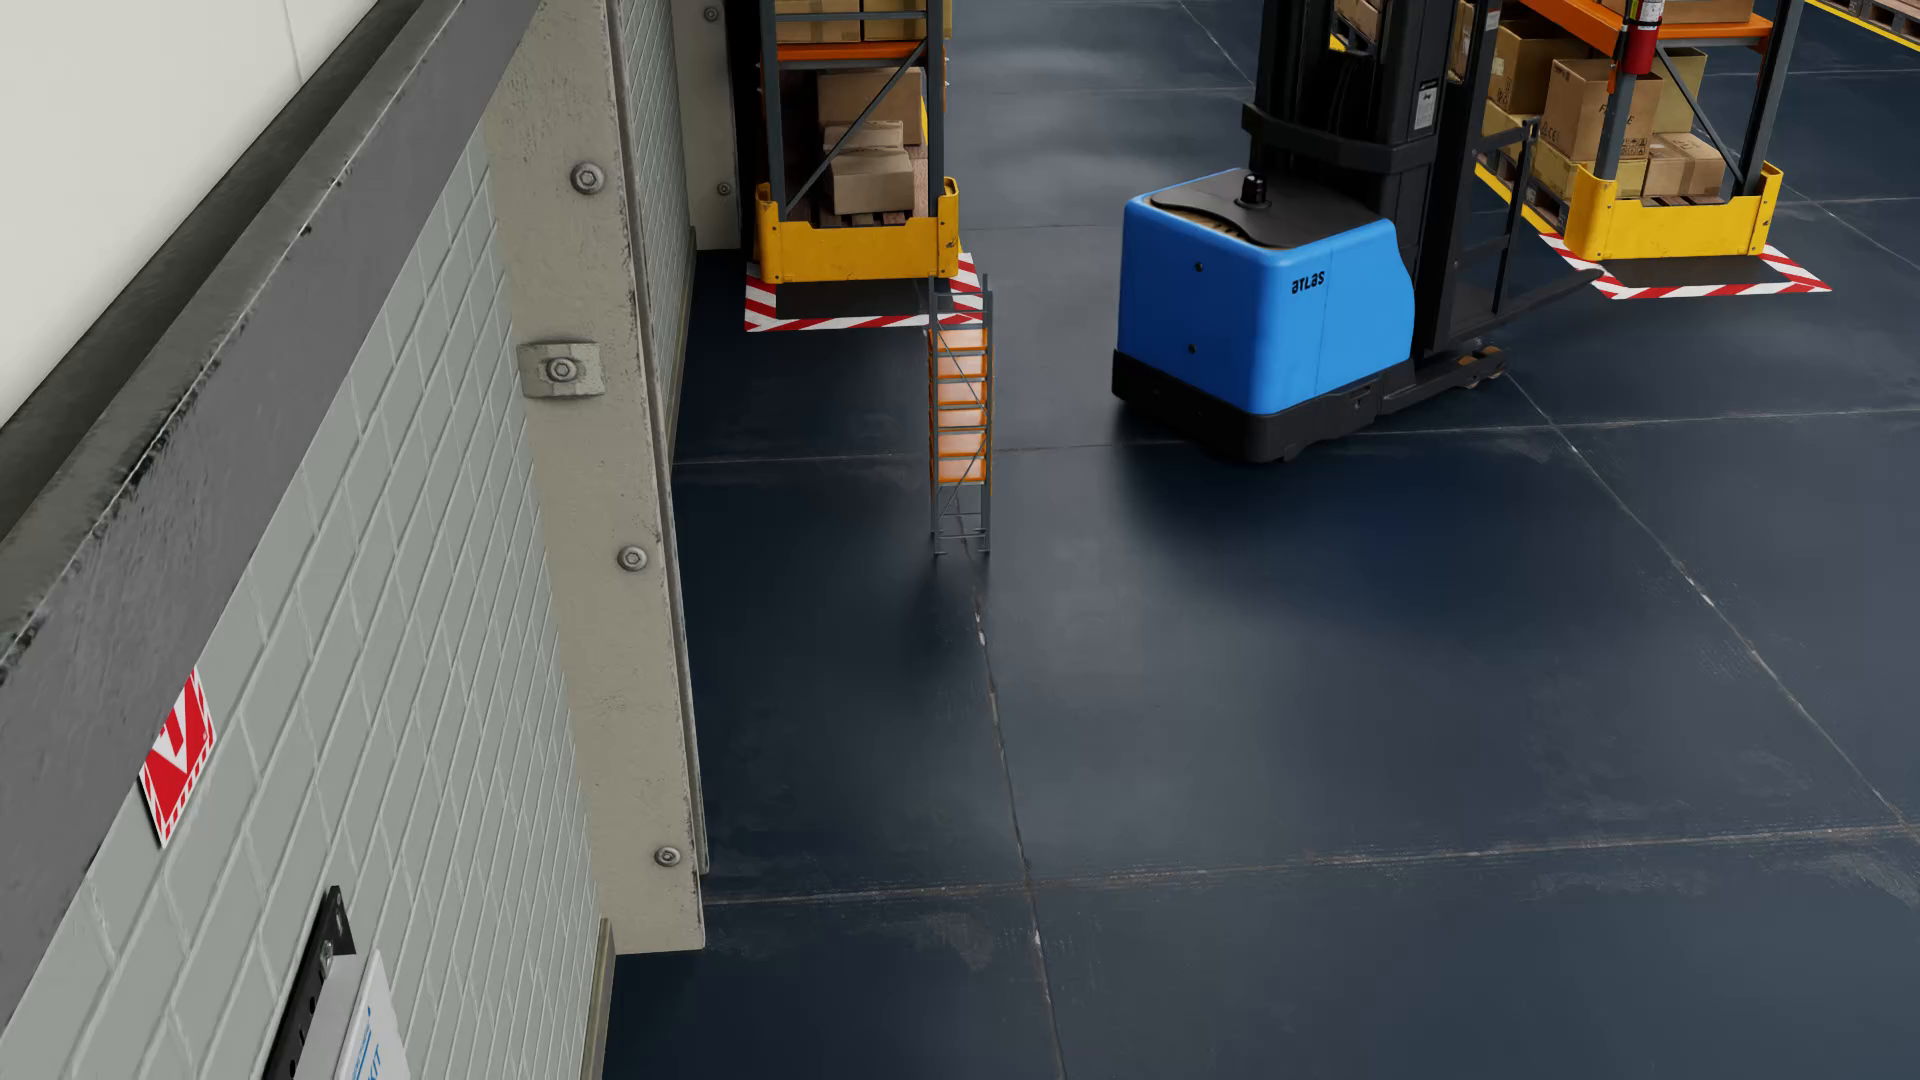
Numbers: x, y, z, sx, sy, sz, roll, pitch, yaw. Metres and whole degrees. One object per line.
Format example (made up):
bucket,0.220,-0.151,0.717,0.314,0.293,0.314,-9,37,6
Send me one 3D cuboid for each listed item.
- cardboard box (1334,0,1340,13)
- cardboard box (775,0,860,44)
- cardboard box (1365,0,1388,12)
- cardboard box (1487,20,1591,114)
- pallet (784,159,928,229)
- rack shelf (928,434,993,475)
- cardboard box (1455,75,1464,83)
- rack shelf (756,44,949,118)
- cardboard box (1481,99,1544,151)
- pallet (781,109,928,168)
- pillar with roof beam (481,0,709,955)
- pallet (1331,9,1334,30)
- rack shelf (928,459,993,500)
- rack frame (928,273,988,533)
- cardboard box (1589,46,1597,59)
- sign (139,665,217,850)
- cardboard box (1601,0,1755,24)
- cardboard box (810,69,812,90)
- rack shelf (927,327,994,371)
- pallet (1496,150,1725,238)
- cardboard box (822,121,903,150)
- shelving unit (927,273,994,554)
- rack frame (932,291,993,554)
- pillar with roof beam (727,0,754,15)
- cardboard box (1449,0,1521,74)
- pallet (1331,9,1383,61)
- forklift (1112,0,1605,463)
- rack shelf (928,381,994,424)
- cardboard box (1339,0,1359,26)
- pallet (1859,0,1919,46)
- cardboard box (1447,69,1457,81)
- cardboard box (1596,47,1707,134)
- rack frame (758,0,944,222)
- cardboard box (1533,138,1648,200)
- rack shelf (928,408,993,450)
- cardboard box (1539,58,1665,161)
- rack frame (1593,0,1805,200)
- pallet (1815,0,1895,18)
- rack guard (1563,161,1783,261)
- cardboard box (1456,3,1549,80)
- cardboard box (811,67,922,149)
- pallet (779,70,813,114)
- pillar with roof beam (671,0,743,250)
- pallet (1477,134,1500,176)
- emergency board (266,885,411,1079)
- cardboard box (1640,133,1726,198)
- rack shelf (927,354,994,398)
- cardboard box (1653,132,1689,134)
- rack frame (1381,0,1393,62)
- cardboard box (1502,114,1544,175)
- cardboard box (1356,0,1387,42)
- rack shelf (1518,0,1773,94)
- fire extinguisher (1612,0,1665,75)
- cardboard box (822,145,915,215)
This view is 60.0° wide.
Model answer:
cardboard box,3.541,-4.866,14.743,0.500,0.250,0.500,-2,31,-3
cardboard box,-0.832,-3.041,9.542,0.500,0.250,0.500,-2,31,-4
cardboard box,3.639,-4.582,13.721,0.500,0.311,0.500,-3,31,-5
cardboard box,3.882,-3.198,11.219,0.500,0.500,0.500,-3,31,-5
pallet,-0.643,-2.125,10.602,1.003,0.211,1.213,-3,31,-5
rack shelf,0.001,-0.367,7.014,0.258,0.103,0.180,-3,31,-5
cardboard box,3.840,-3.131,11.839,0.500,0.250,0.500,-3,31,-5
rack shelf,-0.782,-3.579,11.019,1.077,0.370,4.000,-3,31,-5
cardboard box,3.885,-2.876,11.411,0.500,0.250,0.500,-3,31,-5
pallet,-0.754,-2.747,11.643,1.003,0.211,1.213,-3,31,-5
pillar with roof beam,3.325,-2.902,3.332,9.100,9.000,0.400,-3,31,-5
pallet,3.738,-4.950,15.331,1.003,0.211,1.213,-3,31,-5
rack shelf,0.001,-0.264,7.076,0.258,0.103,0.180,-3,31,-5
rack frame,-0.007,-0.554,7.008,0.240,1.200,0.006,-3,31,-5
cardboard box,4.399,-3.223,11.261,0.500,0.500,0.500,-3,31,-5
sign,-0.867,0.157,1.801,0.001,0.298,0.199,-3,31,-5
cardboard box,4.305,-3.388,9.900,0.700,0.500,0.500,-3,31,-5
cardboard box,-0.832,-3.497,12.188,0.500,0.500,0.500,-5,31,-8
rack shelf,0.001,-0.779,6.768,0.258,0.103,0.180,-3,31,-5
pallet,4.223,-2.298,10.891,1.003,0.211,1.213,-3,31,-5
cardboard box,-0.624,-2.550,10.788,0.500,0.311,0.500,0,31,0
shelving unit,0.001,-0.508,6.930,0.258,1.200,0.189,-3,31,-5
rack frame,0.010,-0.461,6.852,0.240,1.200,0.006,-3,31,-5
pillar with roof beam,2.203,-9.028,13.589,9.100,9.000,0.400,-3,31,-5
cardboard box,3.788,-3.708,12.073,0.500,0.500,0.500,-3,31,-5
pallet,3.855,-4.326,14.286,1.003,0.211,1.213,-3,31,-5
forklift,2.231,-2.226,8.118,3.031,2.935,1.130,-22,37,-32
rack shelf,0.001,-0.573,6.891,0.258,0.103,0.180,-3,31,-5
cardboard box,3.590,-4.605,14.306,0.500,0.250,0.500,-3,31,-5
pallet,8.782,-4.586,14.722,1.003,0.211,1.213,-3,31,-5
cardboard box,3.787,-3.386,12.266,0.500,0.250,0.500,-3,31,-5
cardboard box,4.459,-2.968,10.834,0.500,0.500,0.500,-3,31,-5
rack frame,-0.595,-2.867,9.125,1.000,3.000,0.127,-3,31,-5
cardboard box,3.992,-2.366,10.558,0.500,0.250,0.500,-3,31,-5
rack shelf,0.001,-0.470,6.953,0.258,0.103,0.180,-3,31,-5
cardboard box,3.990,-2.688,10.365,0.500,0.500,0.500,-3,31,-5
rack frame,4.336,-3.106,9.526,1.000,3.000,0.127,-3,31,-5
pallet,8.665,-5.210,15.767,1.003,0.211,1.213,-3,31,-5
rack guard,4.338,-2.021,10.146,1.175,0.500,0.348,-3,31,-5
cardboard box,3.836,-3.453,11.646,0.500,0.500,0.500,-3,31,-5
cardboard box,-0.643,-3.008,11.370,0.700,0.500,0.500,-5,31,-8
pallet,-0.871,-3.371,12.688,1.003,0.211,1.213,-3,31,-5
pillar with roof beam,2.764,-5.965,8.461,9.100,9.000,0.400,-3,31,-5
pallet,4.112,-2.919,11.931,1.003,0.211,1.213,-3,31,-5
emergency board,-0.769,1.144,2.410,0.194,1.169,0.643,-3,31,-5
cardboard box,4.508,-2.391,10.599,0.500,0.250,0.500,-3,31,-5
rack shelf,0.001,-0.676,6.830,0.258,0.103,0.180,-3,31,-5
cardboard box,4.457,-2.646,11.026,0.500,0.250,0.500,-3,31,-5
rack frame,3.962,-5.149,12.945,1.000,3.000,0.127,-3,31,-5
cardboard box,3.933,-2.621,10.984,0.500,0.250,0.500,-3,31,-5
cardboard box,3.635,-4.346,13.873,0.500,0.250,0.500,-3,31,-5
rack shelf,4.149,-3.819,11.420,1.077,0.370,4.000,-3,31,-5
fire extinguisher,3.885,-2.991,9.407,0.296,0.674,0.183,-3,31,-5
cardboard box,-0.571,-2.259,10.300,0.500,0.311,0.500,-6,31,-10
